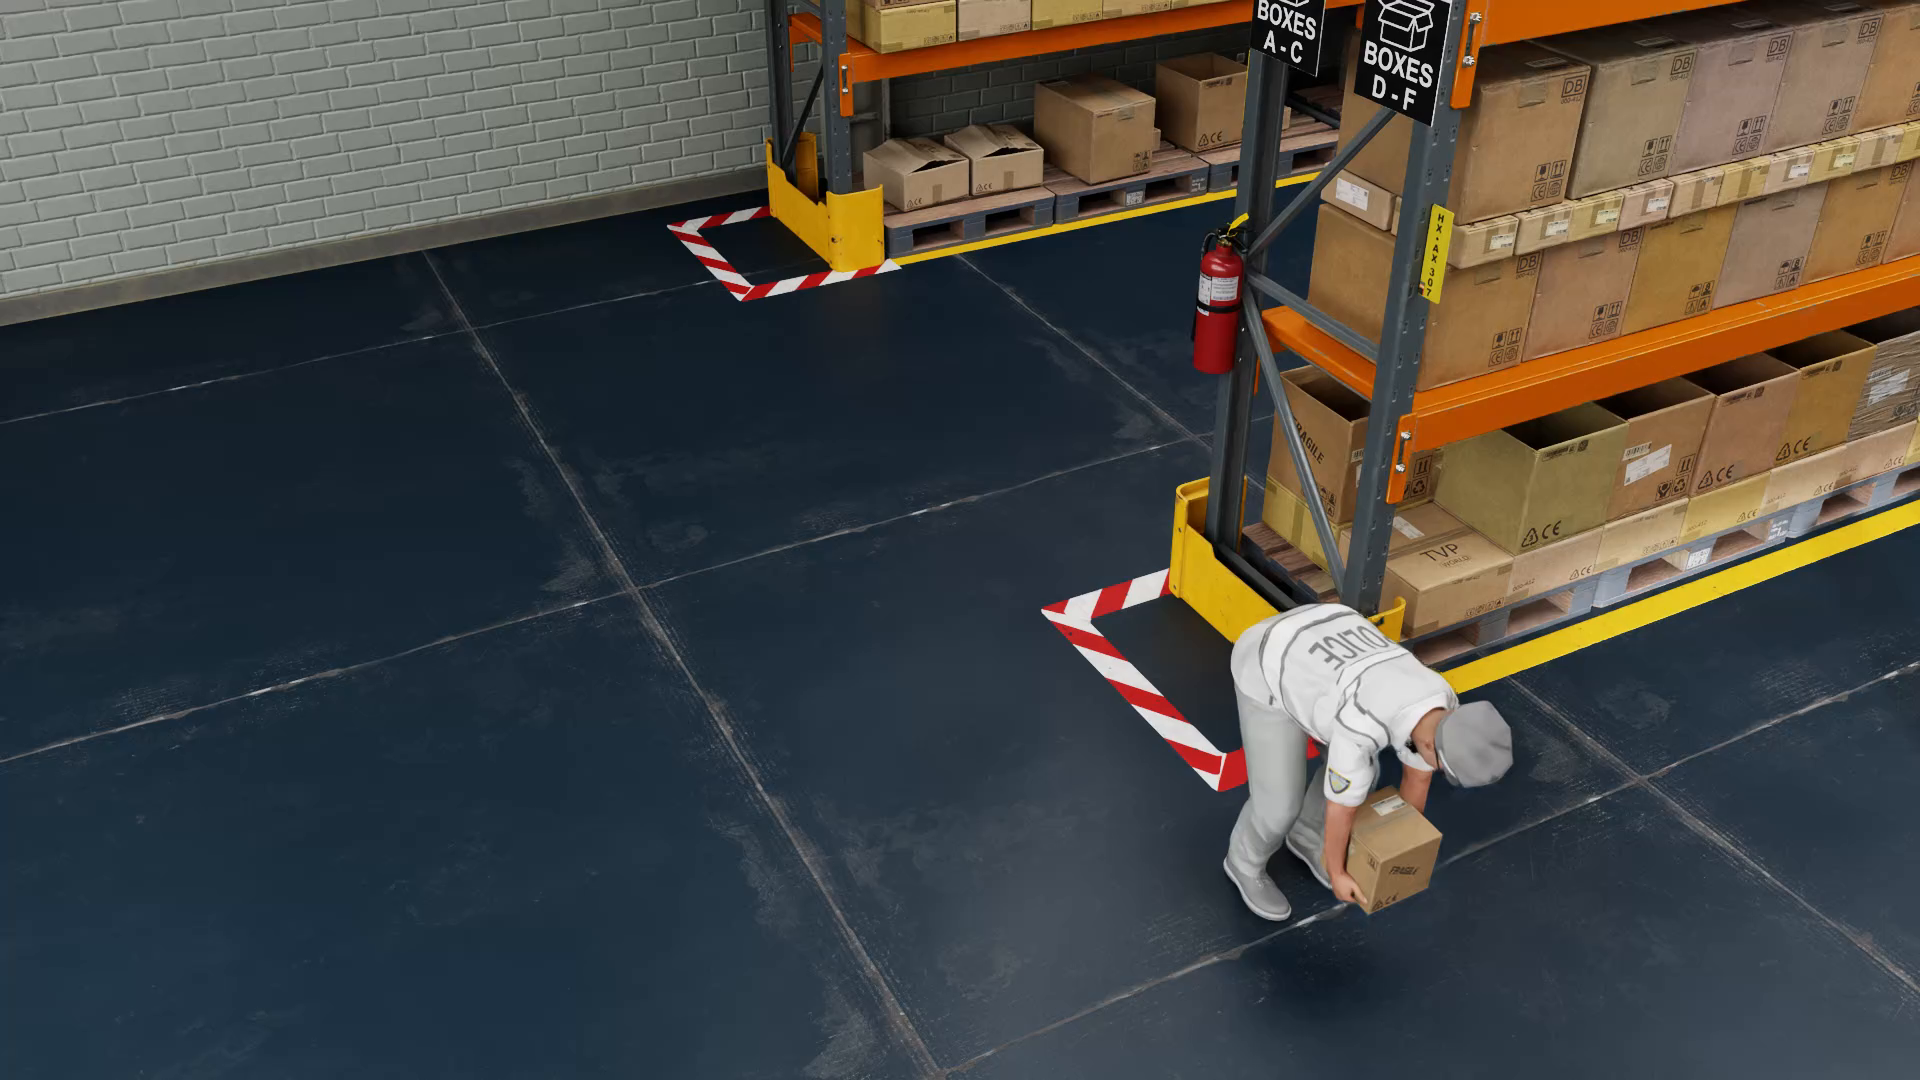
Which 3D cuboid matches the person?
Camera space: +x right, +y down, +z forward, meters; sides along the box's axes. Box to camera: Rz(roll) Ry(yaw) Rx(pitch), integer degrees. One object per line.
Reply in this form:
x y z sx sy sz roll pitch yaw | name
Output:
1.146 0.452 5.429 0.608 1.750 0.433 -18 37 -26 | person
